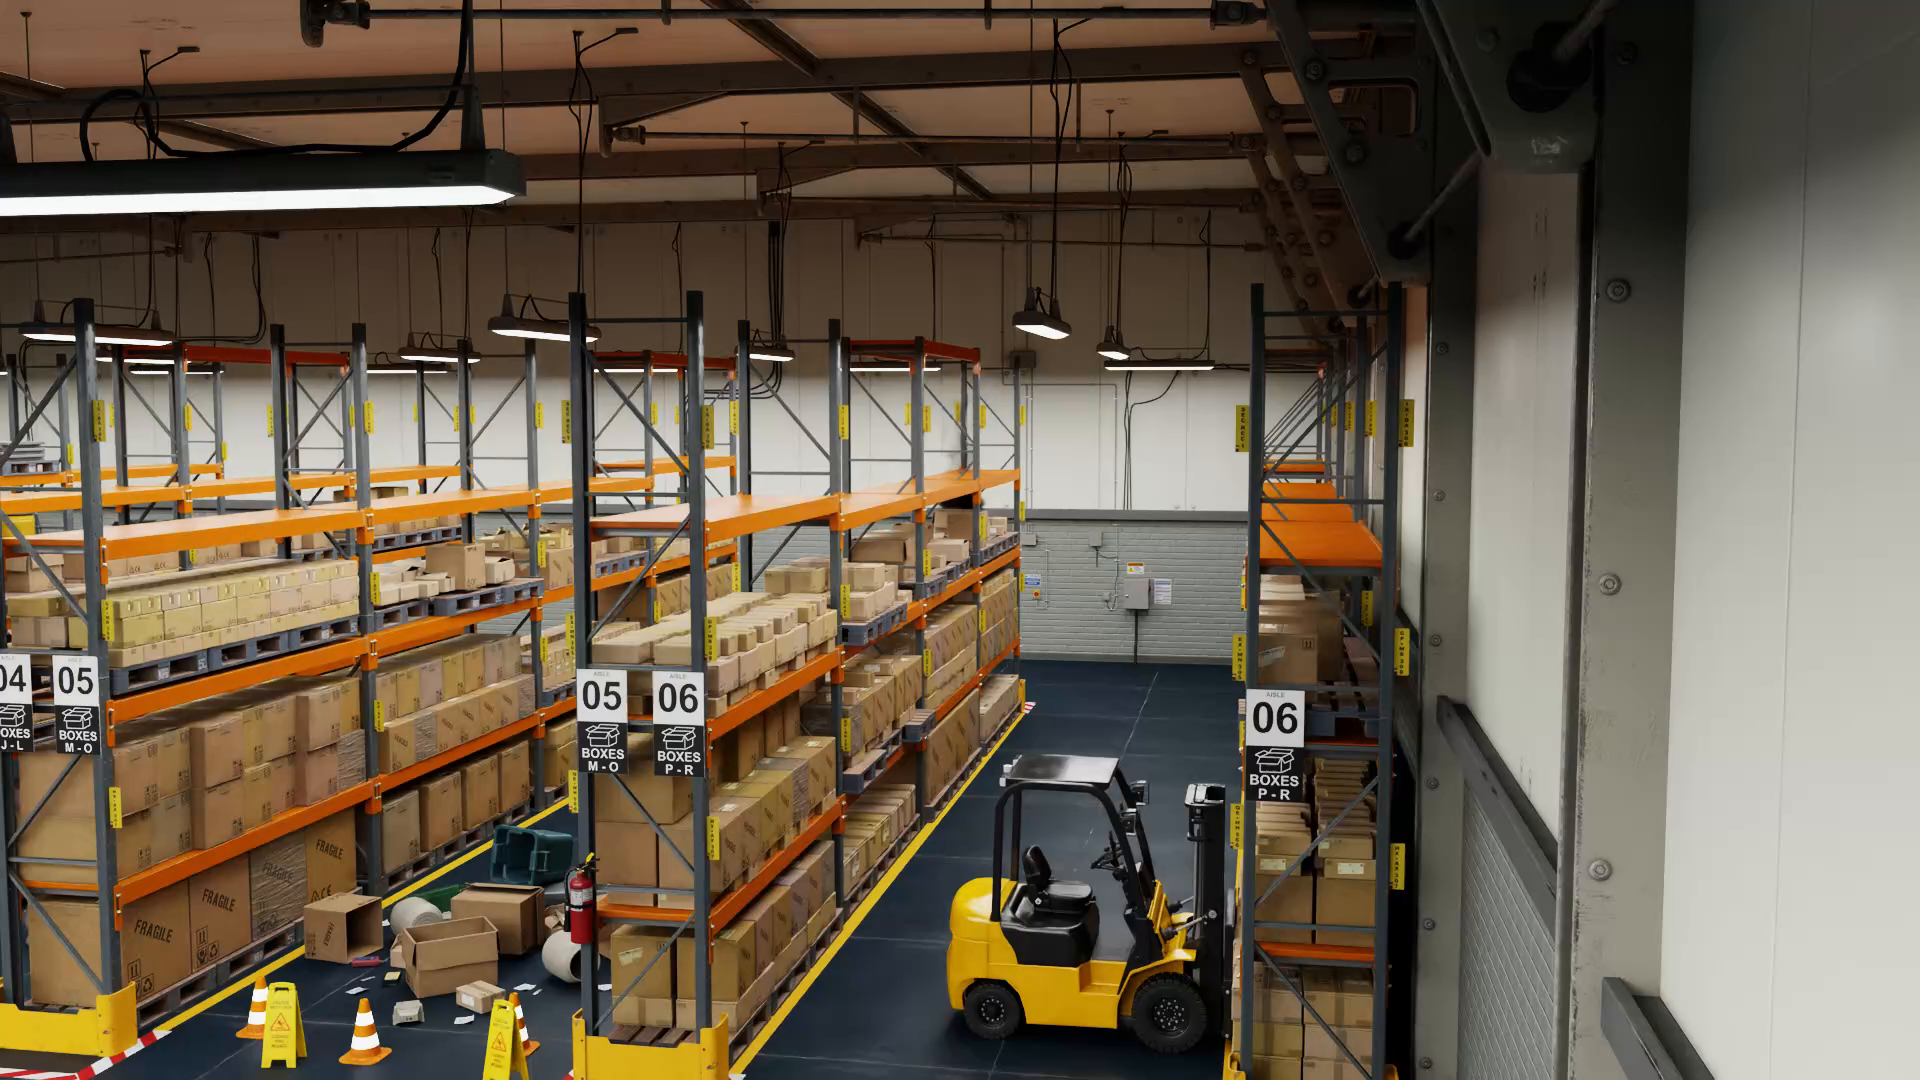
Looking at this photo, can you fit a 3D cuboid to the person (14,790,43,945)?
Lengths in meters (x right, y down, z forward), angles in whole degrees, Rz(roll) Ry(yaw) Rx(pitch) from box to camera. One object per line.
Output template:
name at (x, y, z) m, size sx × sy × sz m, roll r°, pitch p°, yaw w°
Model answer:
person at (-8.928, 3.019, 15.983) m, size 0.721 × 1.730 × 0.640 m, roll -1°, pitch 5°, yaw -14°
